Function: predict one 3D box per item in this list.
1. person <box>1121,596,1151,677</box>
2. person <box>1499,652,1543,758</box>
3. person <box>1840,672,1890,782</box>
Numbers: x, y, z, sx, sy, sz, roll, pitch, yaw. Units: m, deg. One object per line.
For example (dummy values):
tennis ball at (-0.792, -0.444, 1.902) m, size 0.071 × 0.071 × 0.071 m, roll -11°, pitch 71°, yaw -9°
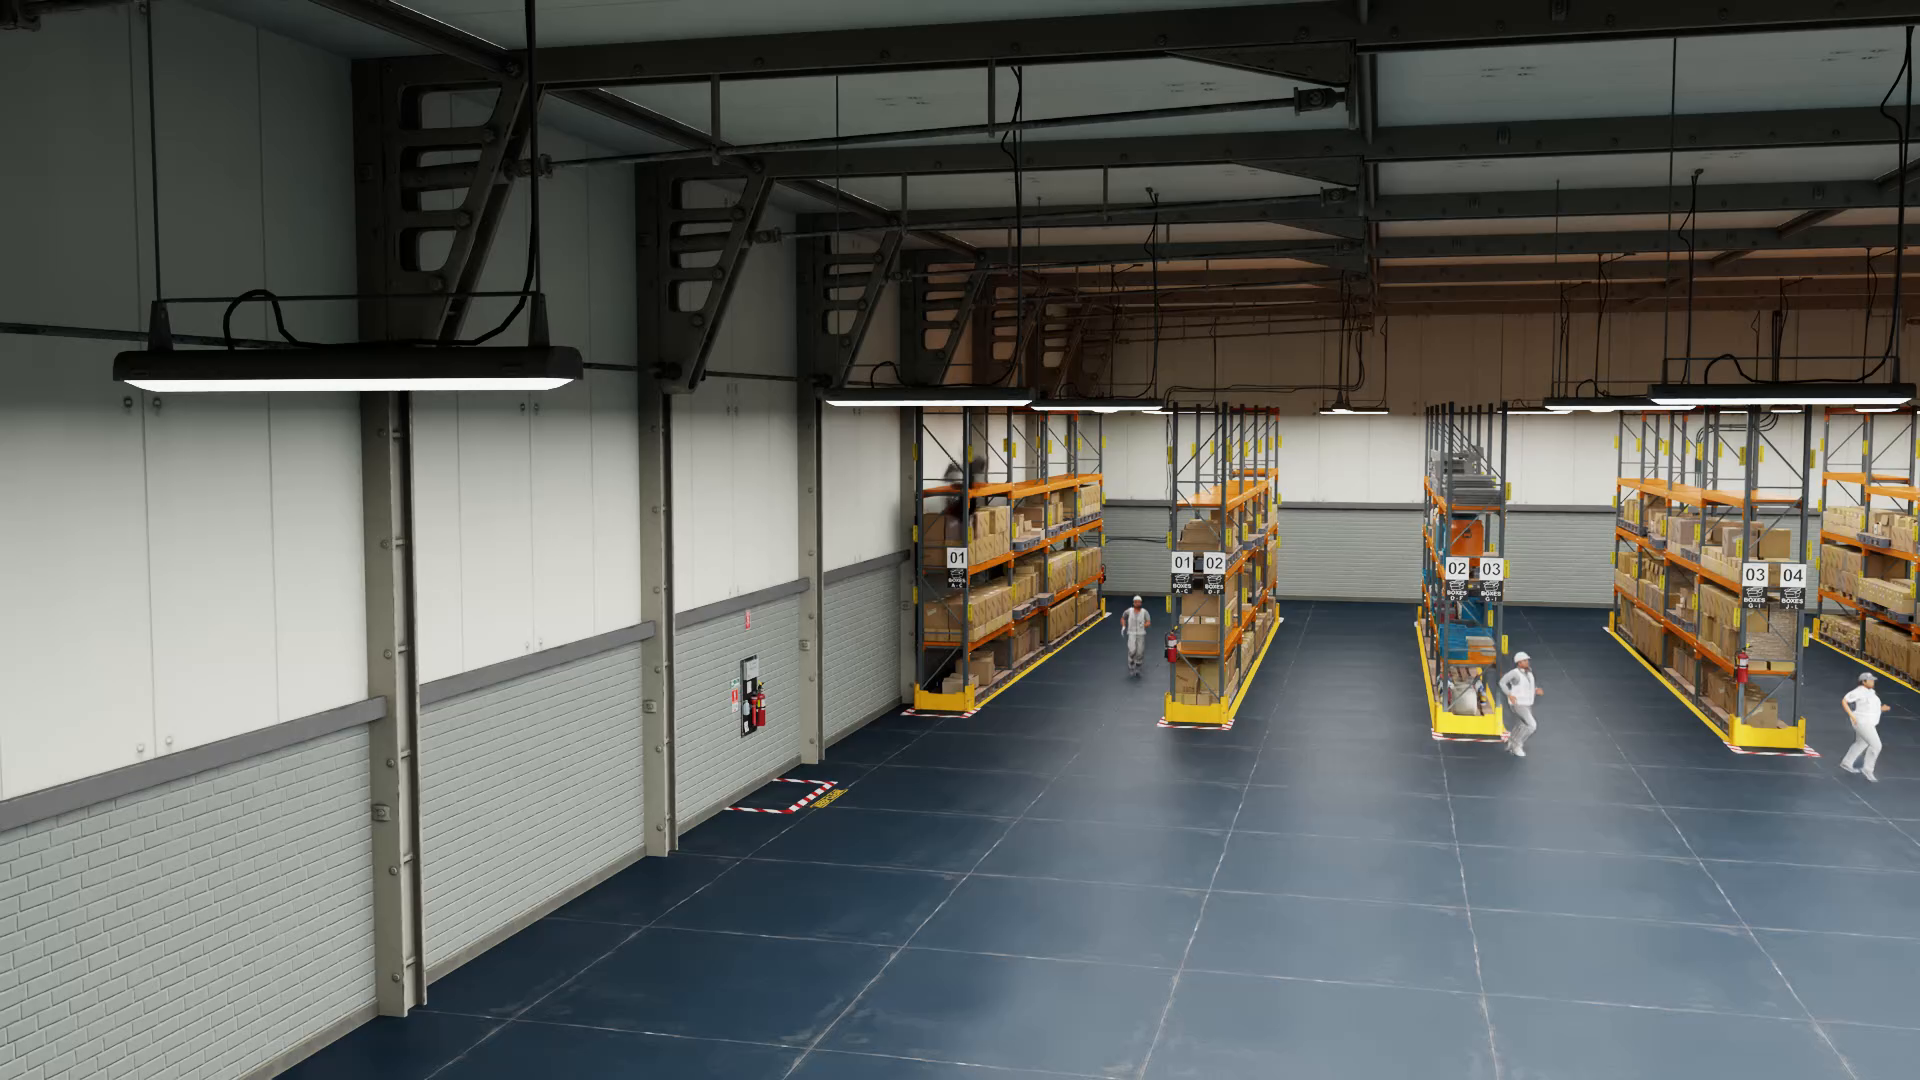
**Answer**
person at (3.882, 2.123, 36.634) m, size 0.641 × 1.785 × 0.701 m, roll 0°, pitch 4°, yaw 2°
person at (9.496, 2.778, 28.065) m, size 0.650 × 1.781 × 0.663 m, roll -4°, pitch 6°, yaw -41°
person at (14.339, 2.944, 26.360) m, size 0.574 × 1.705 × 0.732 m, roll -4°, pitch 6°, yaw -43°
